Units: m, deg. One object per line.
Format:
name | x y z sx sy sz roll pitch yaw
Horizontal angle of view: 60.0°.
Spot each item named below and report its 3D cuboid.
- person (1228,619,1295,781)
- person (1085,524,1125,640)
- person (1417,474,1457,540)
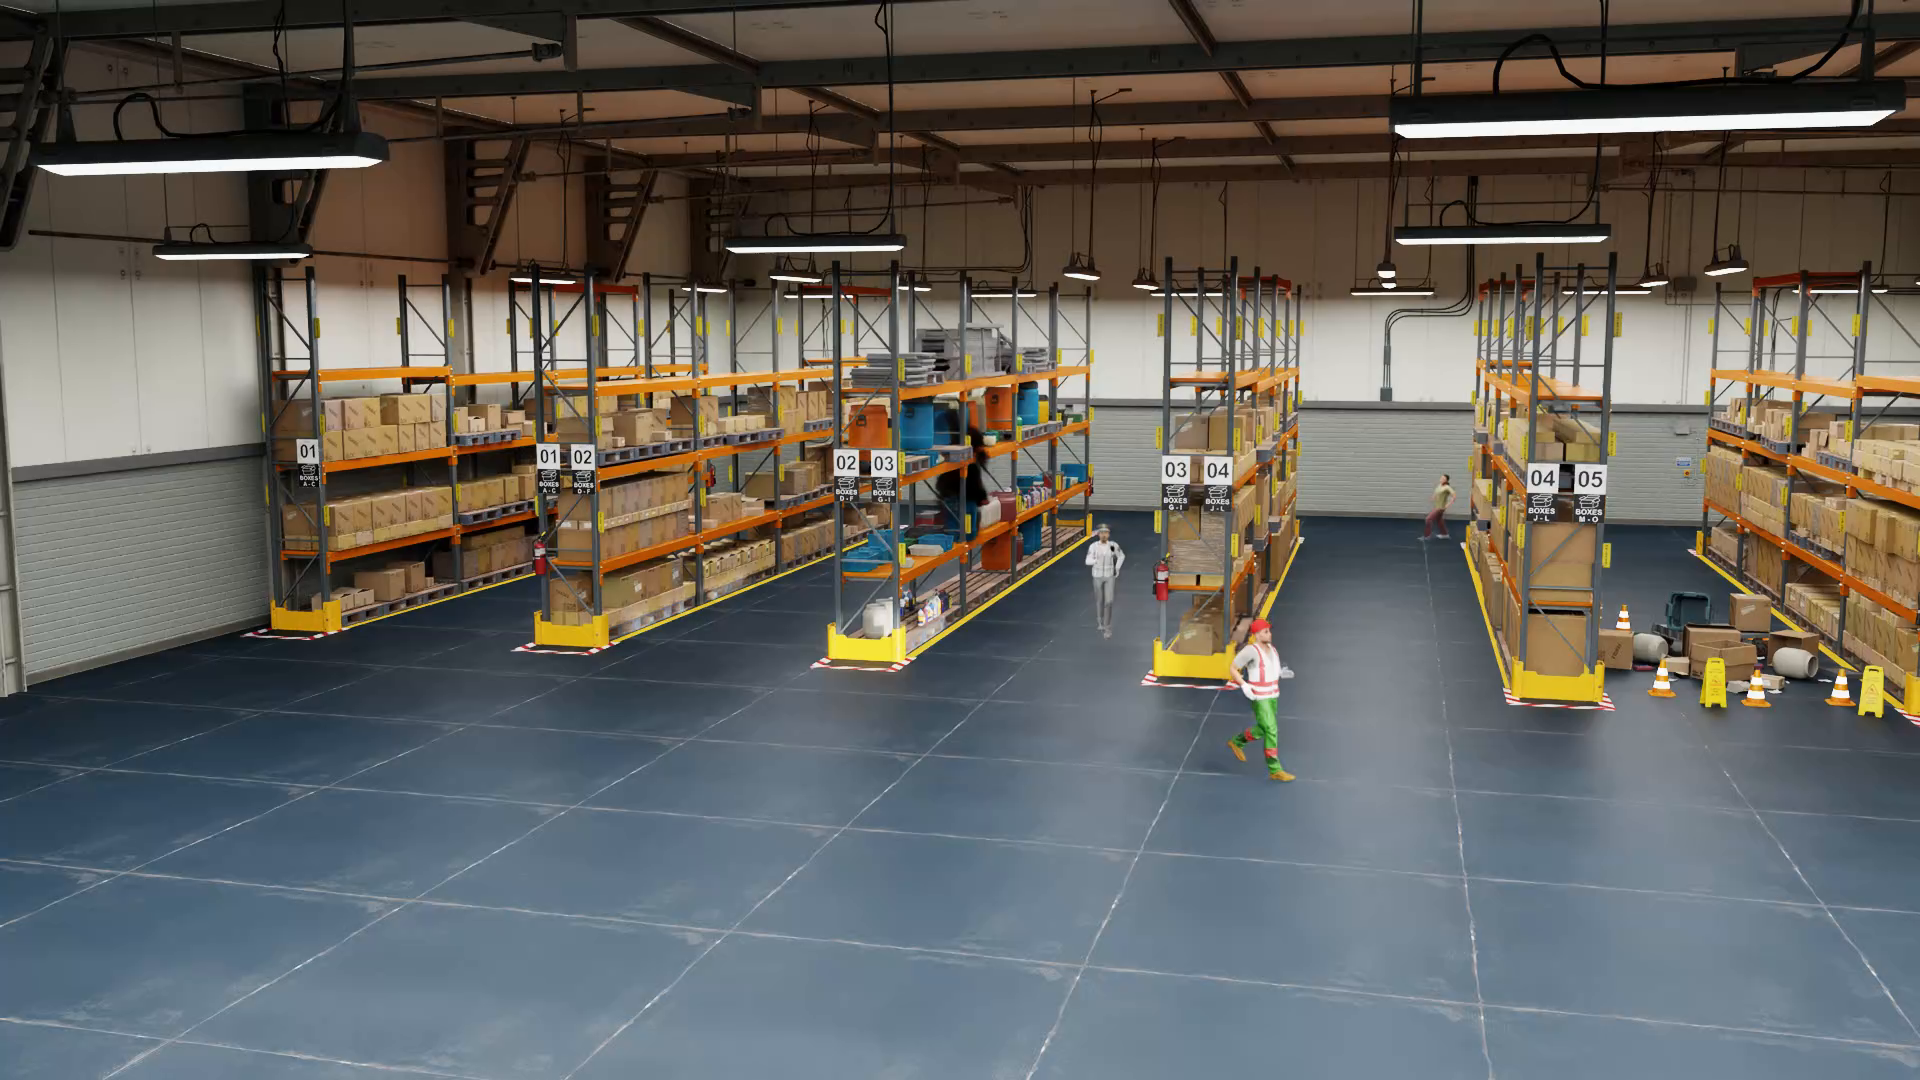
person | 3.370 1.759 18.612 0.967 1.768 0.667 7 10 44
person | 2.234 0.635 25.728 0.592 1.788 0.666 1 7 9
person | 11.285 -0.766 39.386 0.798 1.601 0.712 1 7 7
